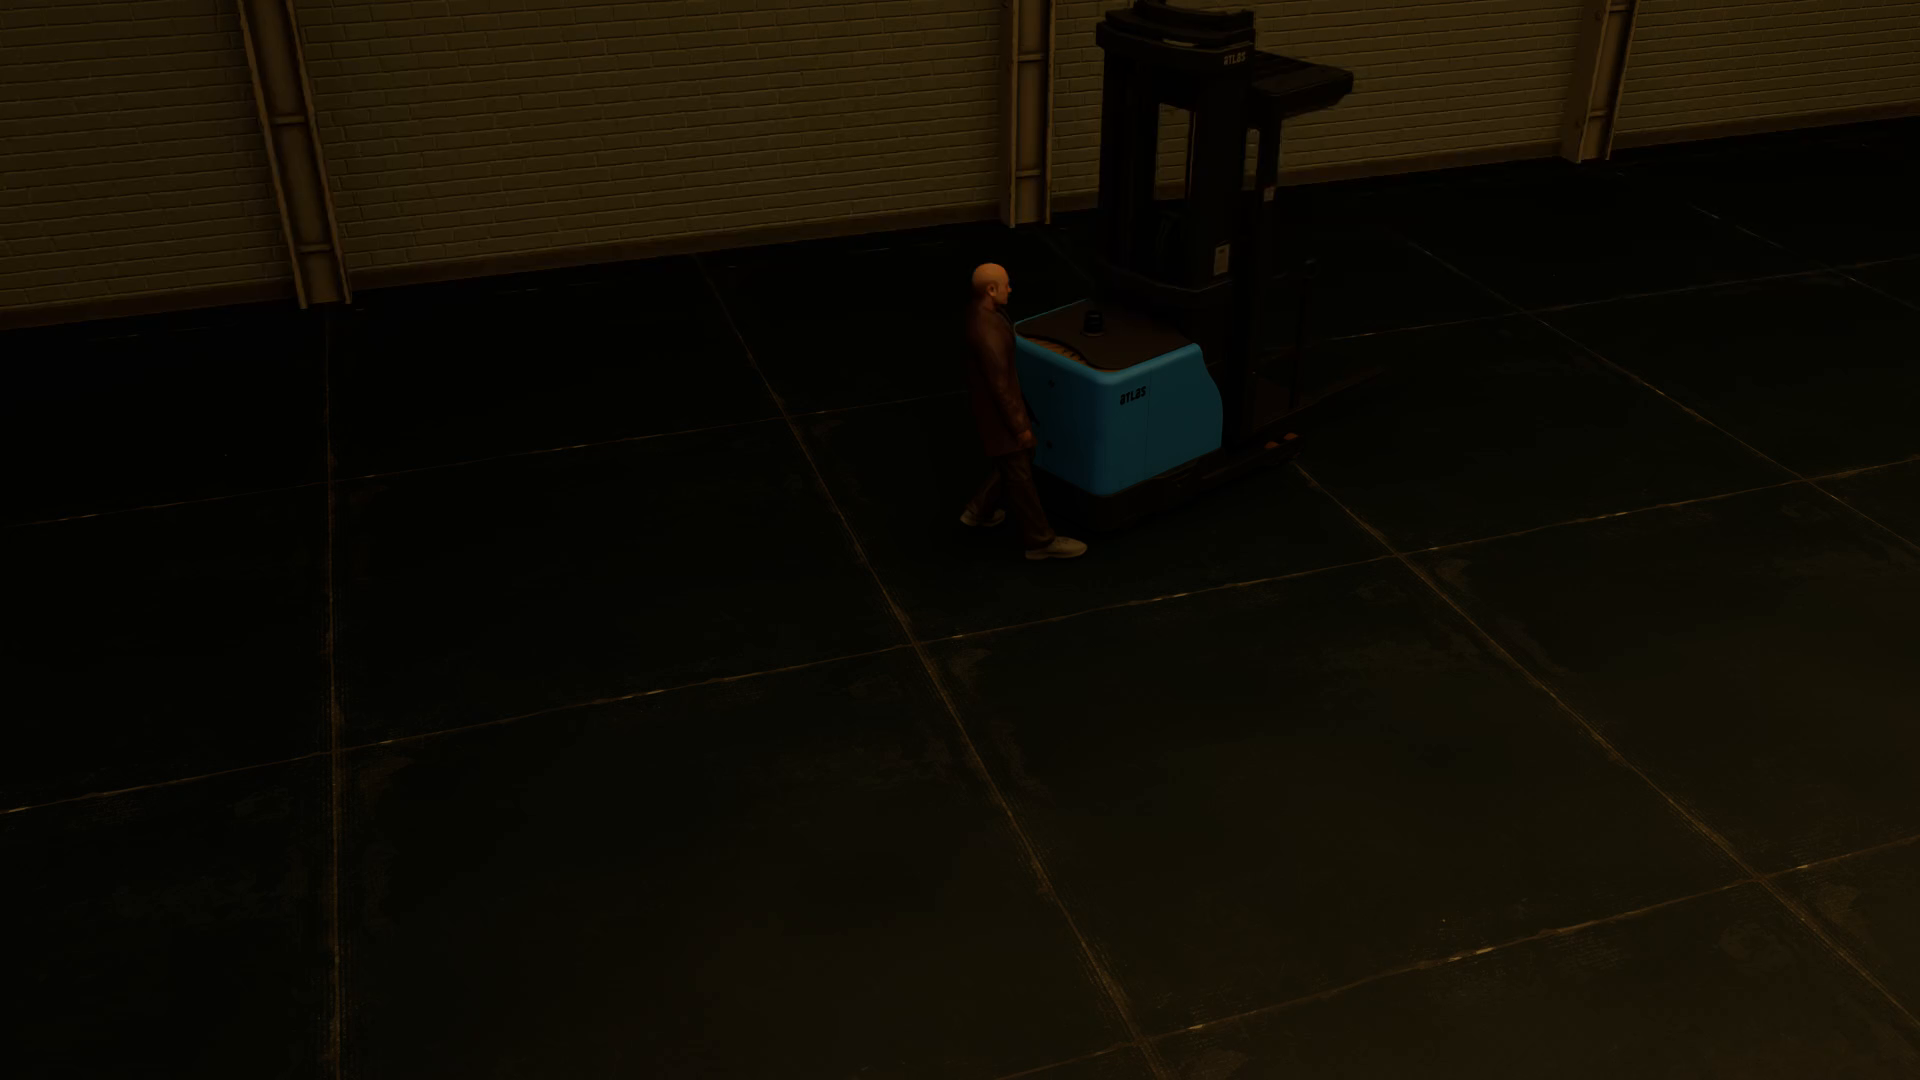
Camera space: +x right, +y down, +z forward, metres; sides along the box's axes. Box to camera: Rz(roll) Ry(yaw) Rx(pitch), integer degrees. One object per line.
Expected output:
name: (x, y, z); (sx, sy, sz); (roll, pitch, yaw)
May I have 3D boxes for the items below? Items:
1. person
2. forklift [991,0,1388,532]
person: (0.371, -0.783, 9.669); (0.757, 1.723, 0.763); (0, 30, 0)
forklift: (1.646, -1.923, 10.429); (3.031, 2.935, 1.130); (-23, 37, -34)
